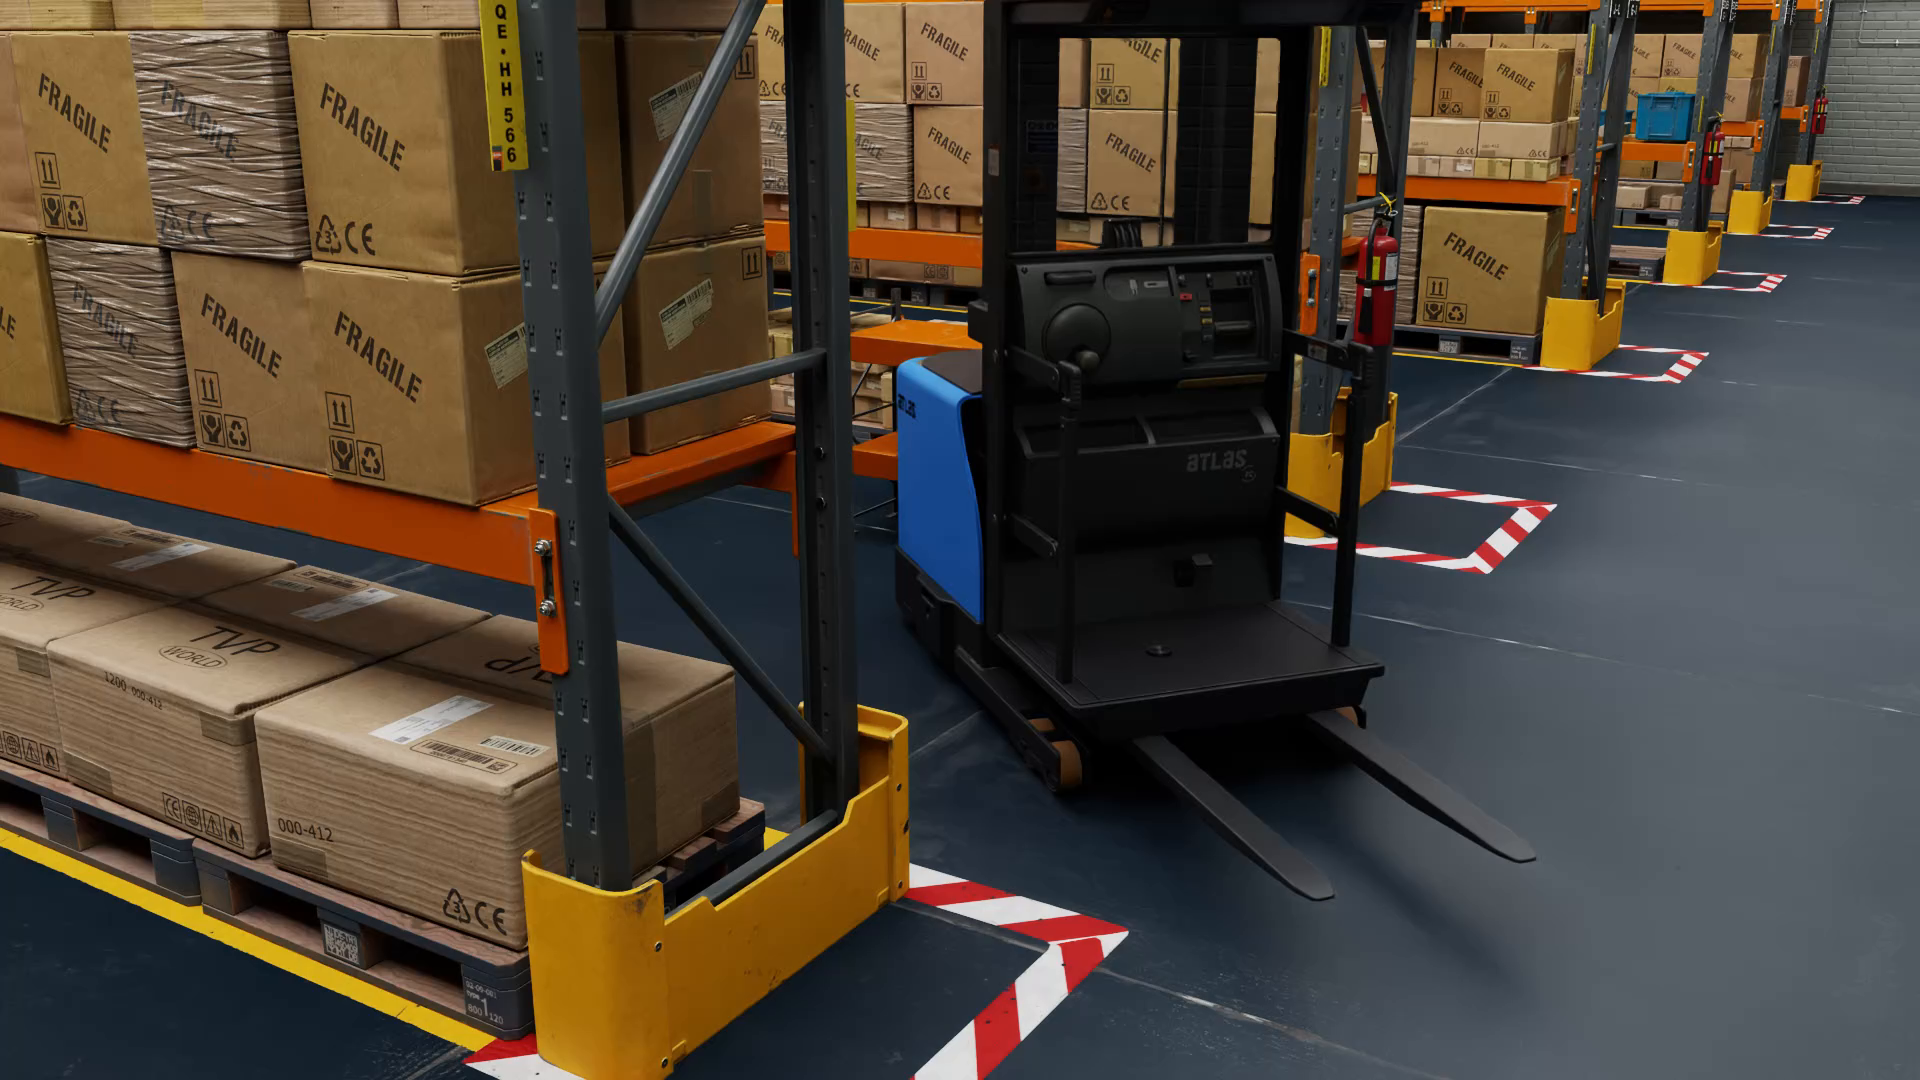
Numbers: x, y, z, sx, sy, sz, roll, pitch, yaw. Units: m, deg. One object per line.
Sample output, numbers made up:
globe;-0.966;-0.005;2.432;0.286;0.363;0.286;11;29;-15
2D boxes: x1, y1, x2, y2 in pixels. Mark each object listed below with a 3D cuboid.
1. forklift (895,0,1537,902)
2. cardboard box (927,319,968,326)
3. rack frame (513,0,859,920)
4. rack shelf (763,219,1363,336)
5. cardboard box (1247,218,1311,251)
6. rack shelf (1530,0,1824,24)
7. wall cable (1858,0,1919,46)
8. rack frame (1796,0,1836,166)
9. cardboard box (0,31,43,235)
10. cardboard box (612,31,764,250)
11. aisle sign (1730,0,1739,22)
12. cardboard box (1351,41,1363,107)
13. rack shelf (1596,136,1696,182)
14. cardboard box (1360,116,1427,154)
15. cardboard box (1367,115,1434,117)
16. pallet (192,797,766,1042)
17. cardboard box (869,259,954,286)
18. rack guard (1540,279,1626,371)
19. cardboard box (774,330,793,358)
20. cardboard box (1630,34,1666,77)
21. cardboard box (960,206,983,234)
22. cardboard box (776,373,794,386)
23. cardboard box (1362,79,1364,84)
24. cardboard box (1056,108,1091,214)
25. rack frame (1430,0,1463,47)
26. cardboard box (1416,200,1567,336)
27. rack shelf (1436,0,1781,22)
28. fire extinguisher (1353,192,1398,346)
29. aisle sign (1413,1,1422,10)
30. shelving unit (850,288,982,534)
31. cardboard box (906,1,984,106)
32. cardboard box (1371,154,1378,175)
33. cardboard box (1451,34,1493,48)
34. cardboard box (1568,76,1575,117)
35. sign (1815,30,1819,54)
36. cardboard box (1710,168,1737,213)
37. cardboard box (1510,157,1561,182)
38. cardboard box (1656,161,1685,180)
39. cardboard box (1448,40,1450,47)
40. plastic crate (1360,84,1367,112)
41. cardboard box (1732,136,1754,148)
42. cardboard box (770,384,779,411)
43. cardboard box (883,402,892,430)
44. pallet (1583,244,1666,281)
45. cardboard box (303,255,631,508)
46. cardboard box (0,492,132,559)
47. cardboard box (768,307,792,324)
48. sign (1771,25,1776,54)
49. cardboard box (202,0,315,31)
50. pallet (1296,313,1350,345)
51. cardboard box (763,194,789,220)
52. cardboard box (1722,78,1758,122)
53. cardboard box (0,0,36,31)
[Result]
forklift;0.702;-0.737;5.265;1.130;2.935;3.031;-6;18;-18
cardboard box;-0.140;-1.190;9.798;0.250;0.149;0.380;9;19;27
rack frame;-0.589;-0.351;3.876;0.127;3.000;1.000;10;20;30
rack shelf;0.211;-1.552;9.069;4.000;0.370;1.077;10;20;30
cardboard box;1.490;-1.452;7.932;0.250;0.149;0.380;10;20;30
rack shelf;10.670;-7.881;24.742;4.000;0.370;1.077;10;20;30
wall cable;13.960;-7.011;24.054;1.851;1.984;0.084;10;20;30
rack frame;12.374;-6.486;24.072;0.127;3.000;1.000;10;20;30
cardboard box;-2.432;-1.117;4.505;0.500;0.500;0.500;10;20;30
cardboard box;-0.849;-1.021;4.189;0.500;0.500;0.500;10;19;29
aisle sign;7.406;-5.339;15.823;0.004;0.787;0.394;10;20;30
cardboard box;1.672;-2.395;8.201;0.500;0.500;0.500;10;20;30
rack shelf;5.485;-3.992;17.100;4.000;0.370;1.077;10;20;30
cardboard box;3.180;-3.039;12.470;0.500;0.250;0.500;9;19;28
cardboard box;3.457;-3.171;12.905;0.500;0.250;0.500;9;19;28
pallet;-1.311;0.881;4.618;1.213;0.211;1.003;10;20;30
cardboard box;-0.129;-2.826;14.958;0.875;0.875;1.225;9;19;28
rack guard;4.618;-1.606;12.307;0.348;0.500;1.175;10;20;30
cardboard box;-0.863;-1.136;9.618;0.250;0.149;0.380;10;19;29
cardboard box;8.386;-5.939;20.378;0.500;0.500;0.500;11;20;32
cardboard box;0.203;-1.706;8.768;0.250;0.149;0.380;11;20;31
cardboard box;-0.863;-1.001;9.687;0.250;0.149;0.380;10;20;30
cardboard box;5.471;-6.332;22.671;0.500;0.500;0.700;14;22;39
cardboard box;0.525;-1.942;8.428;0.500;0.500;0.500;10;20;30
rack frame;6.376;-5.867;22.034;0.127;3.000;1.000;10;20;30
cardboard box;4.010;-2.067;12.459;0.875;0.875;0.875;10;20;30
rack shelf;8.081;-6.654;20.701;4.000;0.370;1.077;10;20;30
fire extinguisher;1.888;-1.224;7.526;0.183;0.674;0.296;10;20;30
aisle sign;2.135;-2.899;7.793;0.004;0.787;0.394;10;20;30
shelving unit;0.006;-0.537;7.714;1.048;1.125;0.538;10;20;30
cardboard box;0.063;-2.503;8.555;0.500;0.500;0.500;9;19;28
cardboard box;3.250;-2.813;12.413;0.250;0.149;0.380;10;19;29
cardboard box;6.631;-6.252;21.409;0.500;0.500;0.500;11;20;31
cardboard box;7.531;-5.616;21.036;0.500;0.500;0.500;10;20;30
sign;12.078;-7.021;23.434;0.005;0.325;0.100;10;20;30
cardboard box;9.193;-4.295;20.402;0.500;0.500;0.500;10;20;30
cardboard box;4.121;-2.658;11.902;0.250;0.149;0.380;11;20;31
cardboard box;10.870;-5.725;25.145;0.500;0.500;0.700;9;19;28
cardboard box;8.003;-7.741;26.195;0.500;0.250;0.500;11;20;31
plastic crate;4.410;-4.502;17.328;0.583;0.464;0.402;10;20;30
cardboard box;11.521;-5.857;24.465;0.250;0.149;0.380;10;19;29
cardboard box;-1.124;-0.862;9.741;0.250;0.149;0.380;11;20;32
cardboard box;-0.224;-0.715;9.258;0.250;0.149;0.380;10;19;29
pallet;6.507;-2.833;16.844;1.213;0.211;1.003;10;20;30
cardboard box;-1.139;-0.407;3.887;0.500;0.500;0.500;10;20;30
cardboard box;-3.519;0.188;5.789;0.875;0.438;0.875;10;19;29
cardboard box;-1.054;-1.333;10.267;0.250;0.149;0.380;11;20;32
sign;9.477;-5.829;19.375;0.005;0.325;0.100;10;20;30
cardboard box;-1.493;-1.244;3.807;0.250;0.149;0.380;10;20;30
pallet;2.839;-1.759;13.310;1.213;0.211;1.003;10;20;30
cardboard box;-0.909;-1.908;9.434;0.250;0.149;0.380;9;19;28
cardboard box;9.261;-5.307;20.019;0.500;0.500;0.500;11;20;32
cardboard box;-2.330;-1.418;4.379;0.250;0.149;0.380;11;20;32
